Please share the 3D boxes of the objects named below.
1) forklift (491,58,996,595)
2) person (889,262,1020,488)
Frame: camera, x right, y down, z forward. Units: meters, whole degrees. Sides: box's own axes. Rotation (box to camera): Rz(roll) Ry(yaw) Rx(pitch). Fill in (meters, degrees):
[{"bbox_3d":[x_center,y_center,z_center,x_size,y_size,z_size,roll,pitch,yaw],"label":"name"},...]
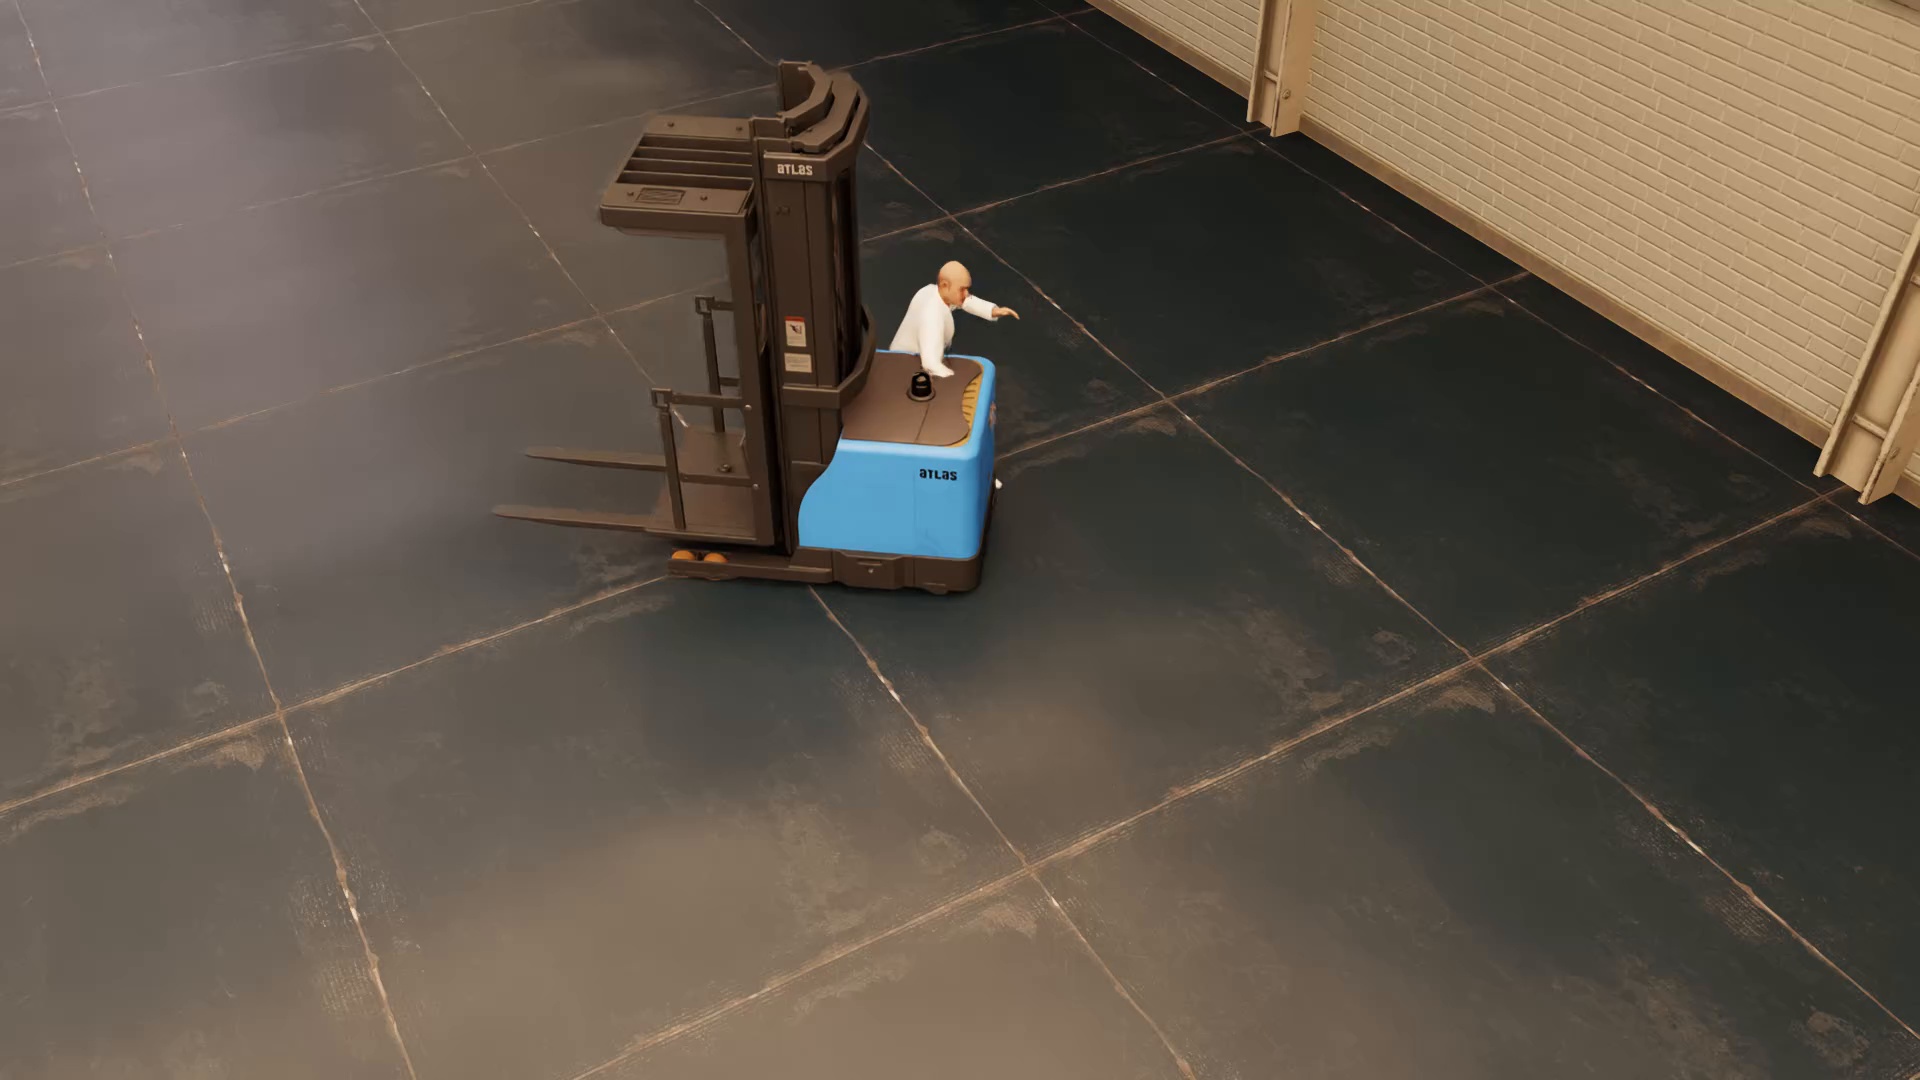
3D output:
[{"bbox_3d":[-1.330,-1.213,9.499,3.031,2.935,1.130,5,40,6],"label":"forklift"},{"bbox_3d":[0.001,-0.967,10.264,0.928,1.499,1.027,-16,42,-18],"label":"person"}]
